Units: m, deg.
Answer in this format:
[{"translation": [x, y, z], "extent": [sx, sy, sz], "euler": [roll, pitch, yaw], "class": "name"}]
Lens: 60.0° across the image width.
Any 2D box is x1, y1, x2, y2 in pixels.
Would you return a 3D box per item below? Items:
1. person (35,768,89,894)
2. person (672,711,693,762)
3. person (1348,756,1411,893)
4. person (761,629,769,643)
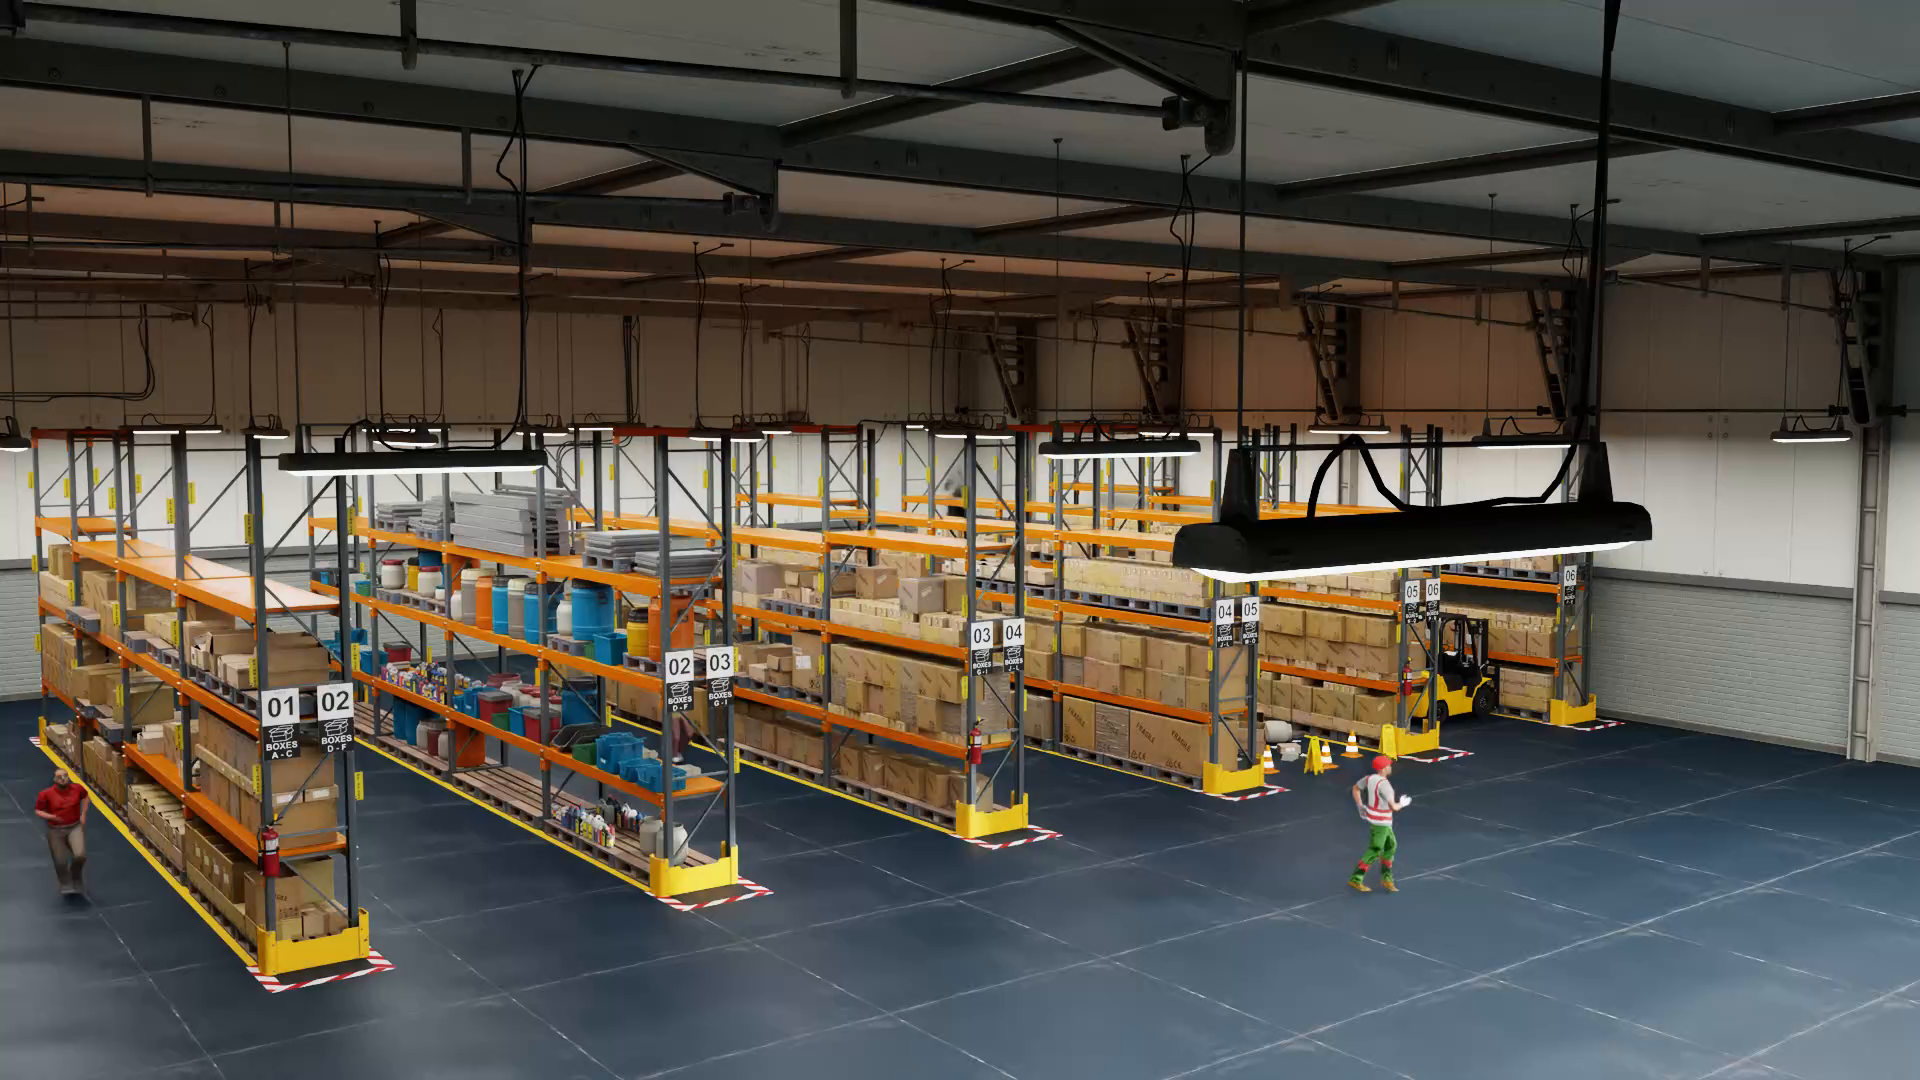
[{"translation": [-11.602, 3.786, 21.550], "extent": [0.656, 1.691, 0.696], "euler": [-3, 5, -35], "class": "person"}, {"translation": [-5.029, 3.166, 29.740], "extent": [0.567, 1.631, 0.556], "euler": [-4, 6, -43], "class": "person"}, {"translation": [5.464, 3.732, 21.680], "extent": [0.819, 1.860, 0.649], "euler": [0, 4, -3], "class": "person"}, {"translation": [-5.016, 2.114, 42.640], "extent": [0.688, 1.664, 0.789], "euler": [3, 5, 34], "class": "person"}]
